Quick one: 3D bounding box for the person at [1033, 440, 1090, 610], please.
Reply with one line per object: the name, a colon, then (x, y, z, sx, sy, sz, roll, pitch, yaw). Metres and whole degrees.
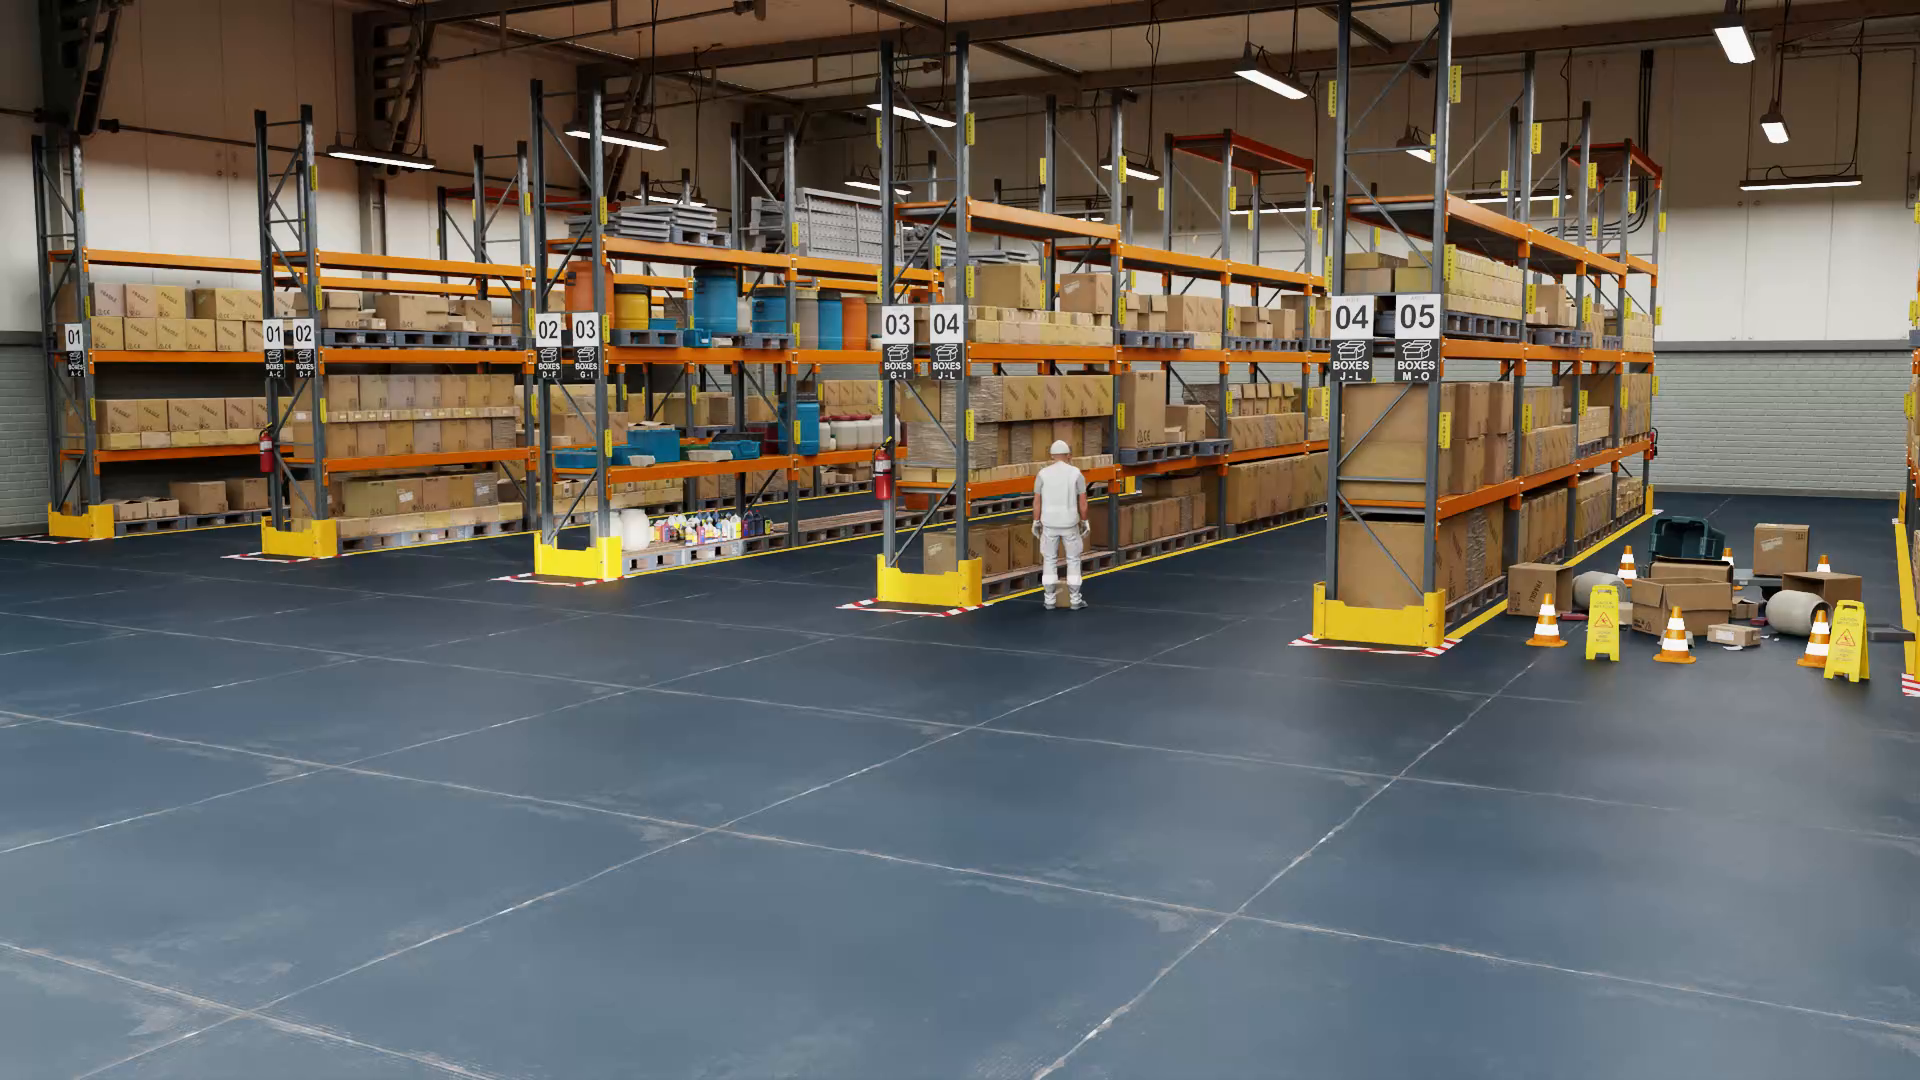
person: (1.070, -0.161, 17.571, 0.610, 1.779, 0.455, 1, 6, 9)
